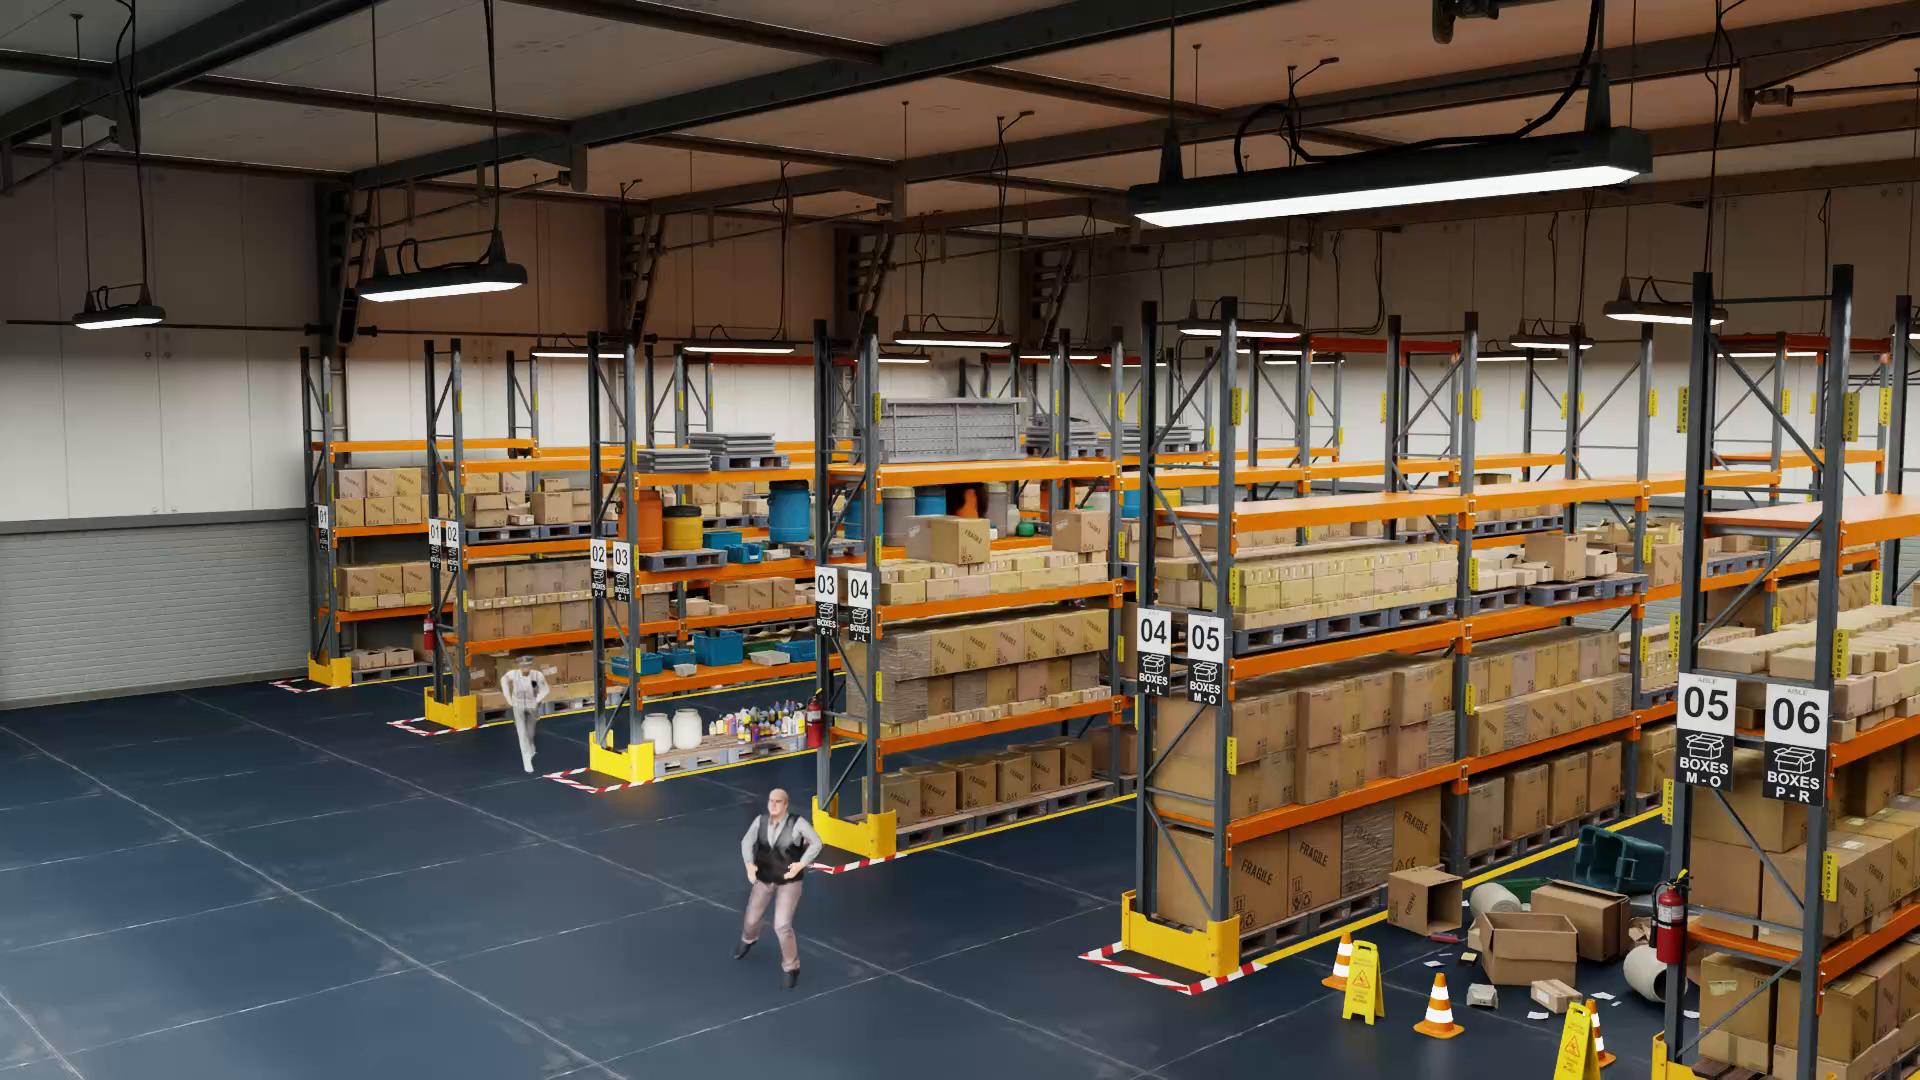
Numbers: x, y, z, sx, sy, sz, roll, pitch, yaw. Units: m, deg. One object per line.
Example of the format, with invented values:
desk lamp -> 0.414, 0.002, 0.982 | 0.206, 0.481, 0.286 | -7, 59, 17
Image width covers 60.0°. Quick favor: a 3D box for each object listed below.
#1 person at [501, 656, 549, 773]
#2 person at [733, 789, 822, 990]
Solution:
person -> -6.028, 2.363, 23.107 | 0.656, 1.628, 0.981 | -1, 5, -11
person -> -1.663, 3.042, 14.771 | 0.888, 1.721, 0.739 | 1, 5, 11
